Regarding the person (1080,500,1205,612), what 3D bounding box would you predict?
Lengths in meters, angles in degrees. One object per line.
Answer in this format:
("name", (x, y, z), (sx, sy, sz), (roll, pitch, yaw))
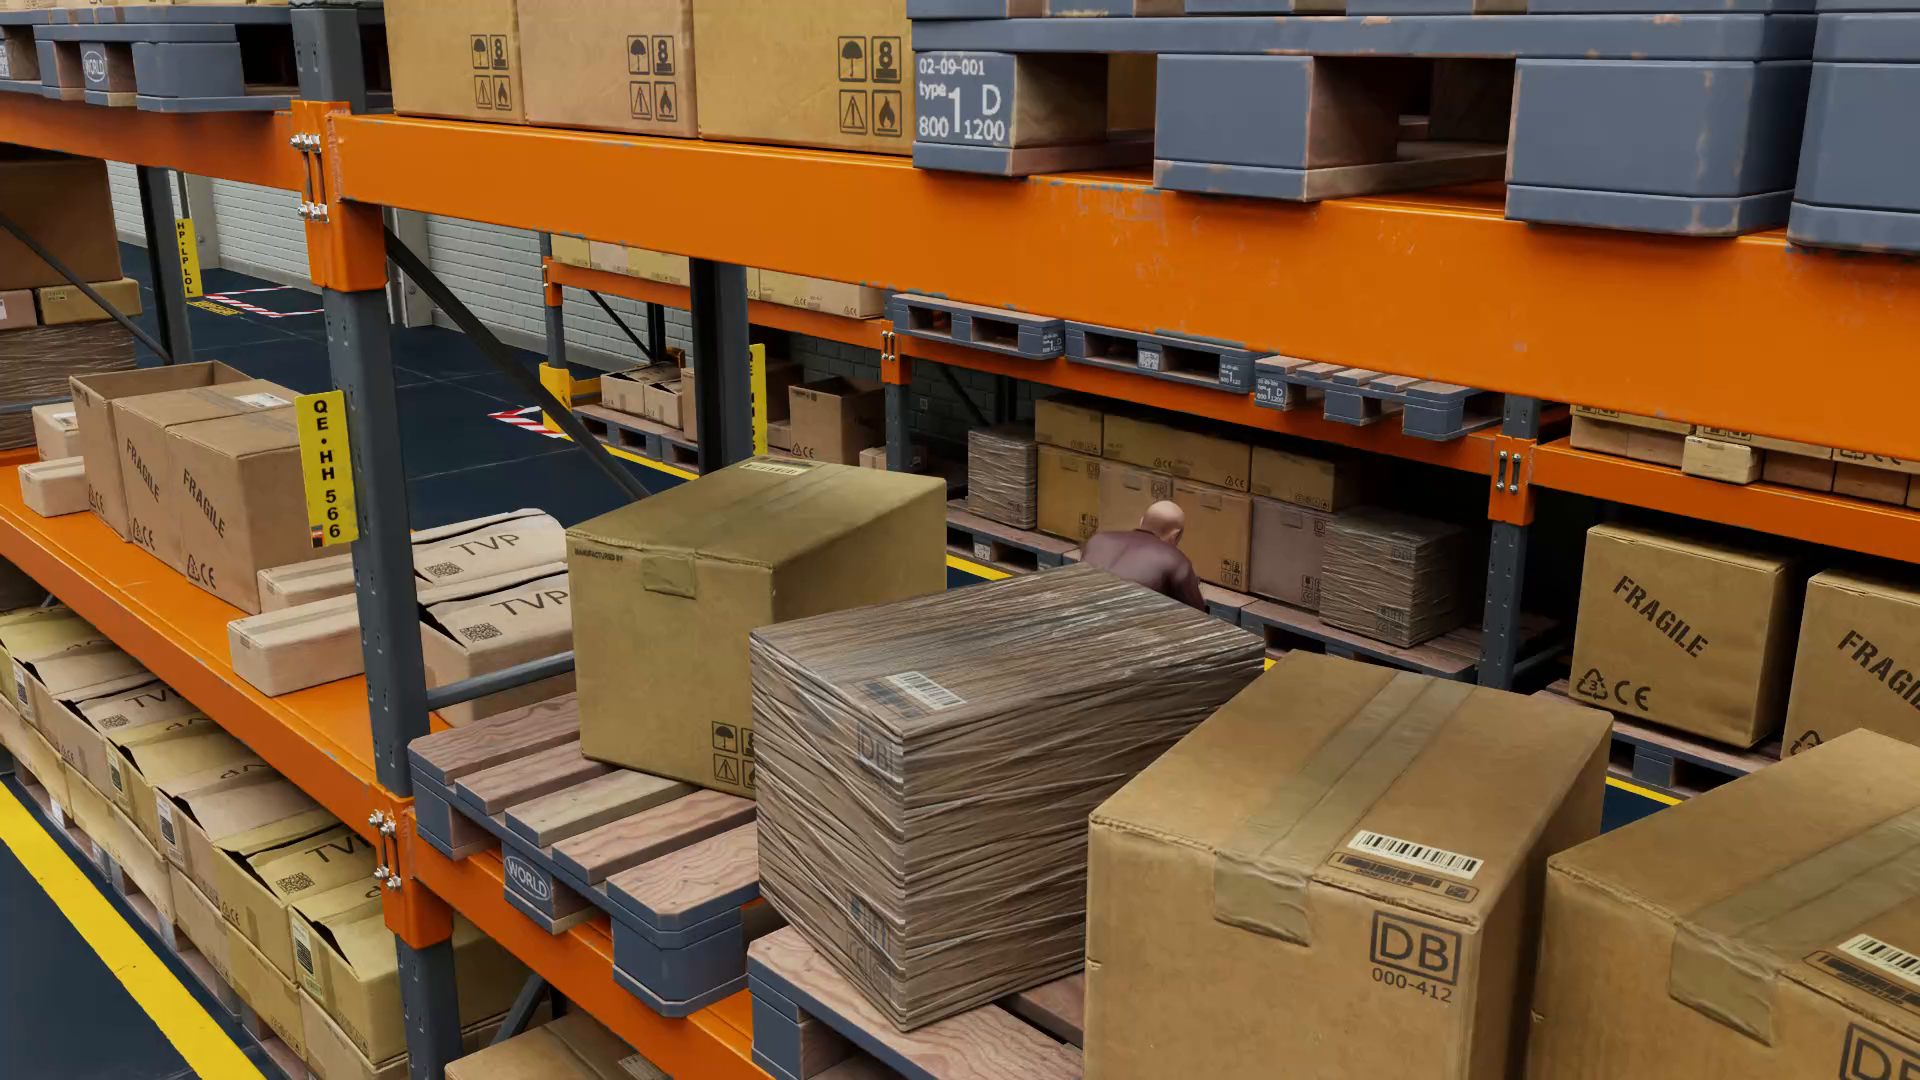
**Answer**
("person", (0.711, 0.393, 7.065), (0.909, 1.032, 0.612), (-16, 23, -41))
